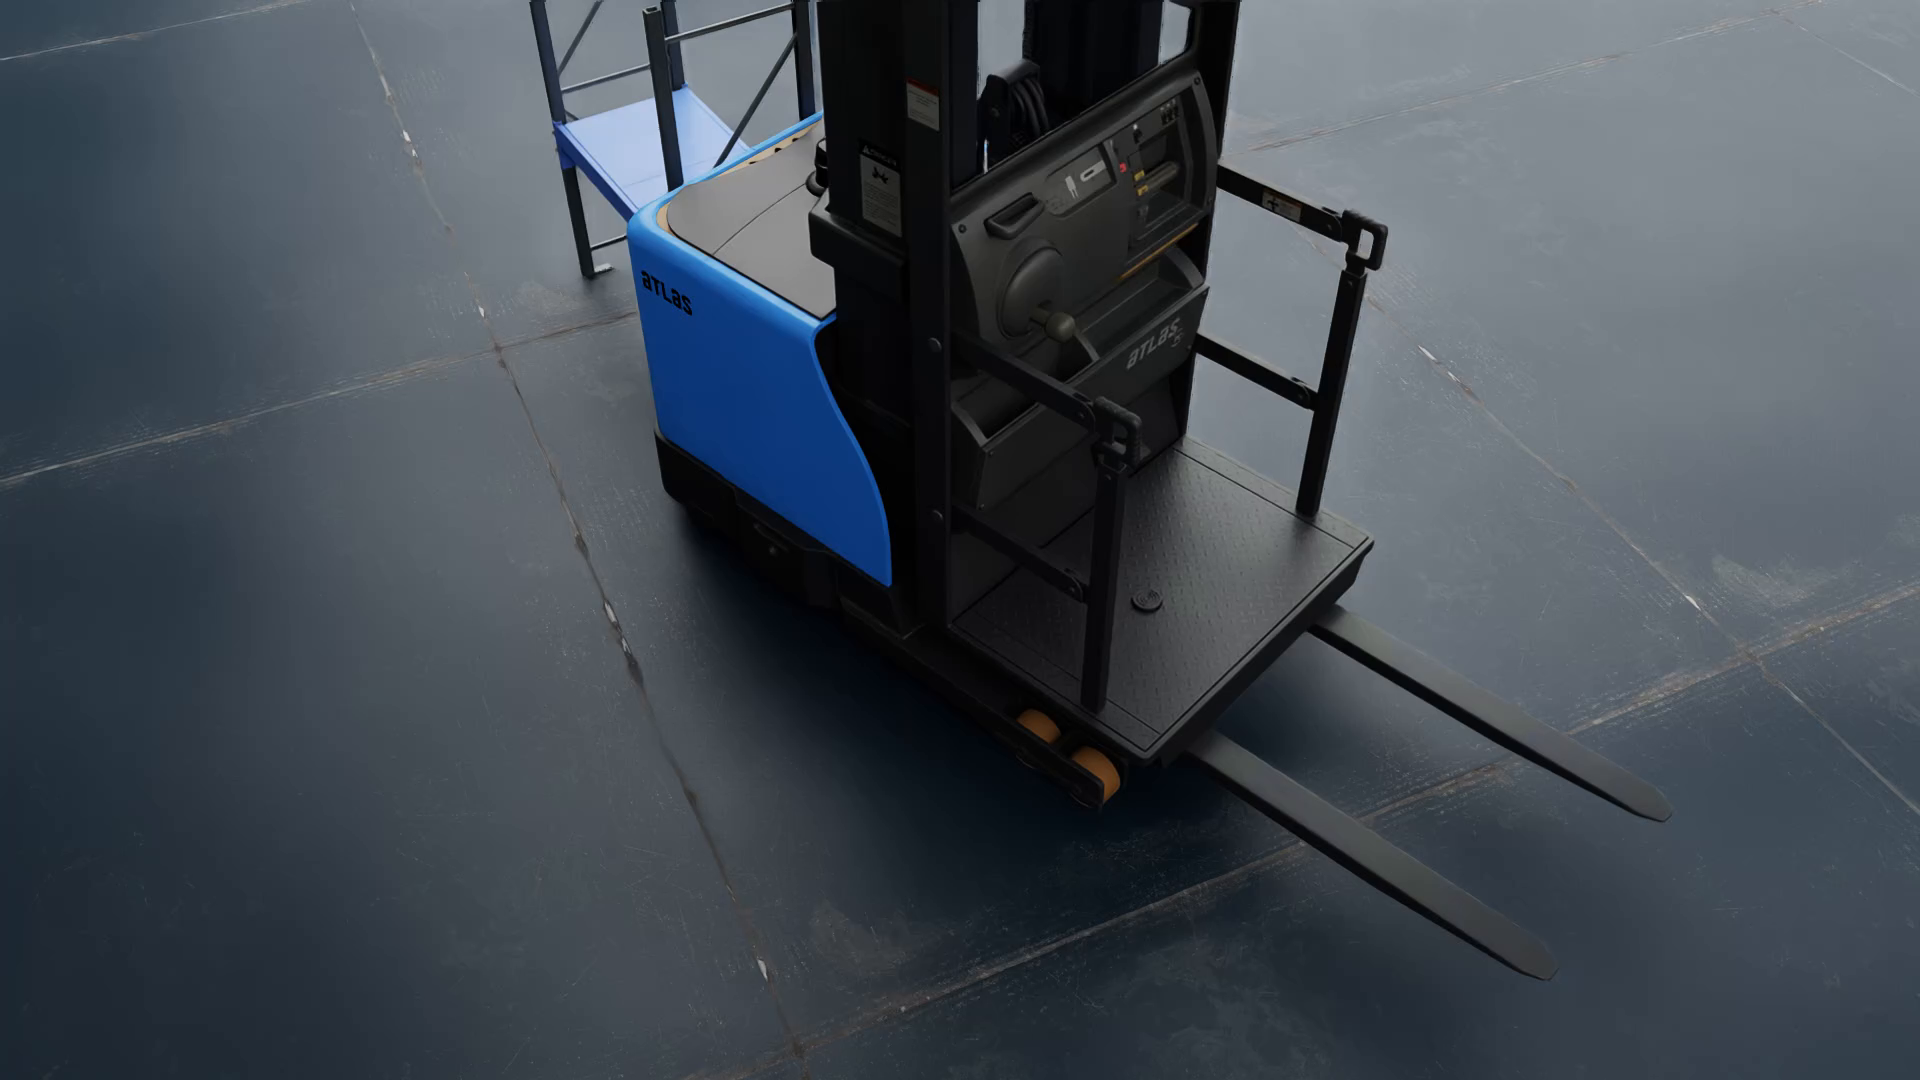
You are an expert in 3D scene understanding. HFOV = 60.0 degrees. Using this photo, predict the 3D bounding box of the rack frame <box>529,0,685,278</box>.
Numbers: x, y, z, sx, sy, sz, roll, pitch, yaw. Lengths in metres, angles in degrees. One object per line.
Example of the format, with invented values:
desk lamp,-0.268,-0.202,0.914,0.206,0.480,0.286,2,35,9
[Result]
rack frame,-1.207,-1.622,5.826,0.500,1.500,0.032,-24,49,-22

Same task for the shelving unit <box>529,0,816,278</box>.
shelving unit,-0.934,-1.321,5.521,0.538,1.500,1.048,-24,49,-22

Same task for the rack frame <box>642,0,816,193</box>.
rack frame,-0.661,-1.019,5.215,0.500,1.500,0.032,-24,49,-22

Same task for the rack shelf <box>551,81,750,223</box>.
rack shelf,-0.934,-1.193,5.647,0.538,0.185,1.000,-24,49,-22

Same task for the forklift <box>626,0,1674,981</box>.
forklift,0.477,-0.740,3.913,3.031,2.935,1.130,32,53,29
